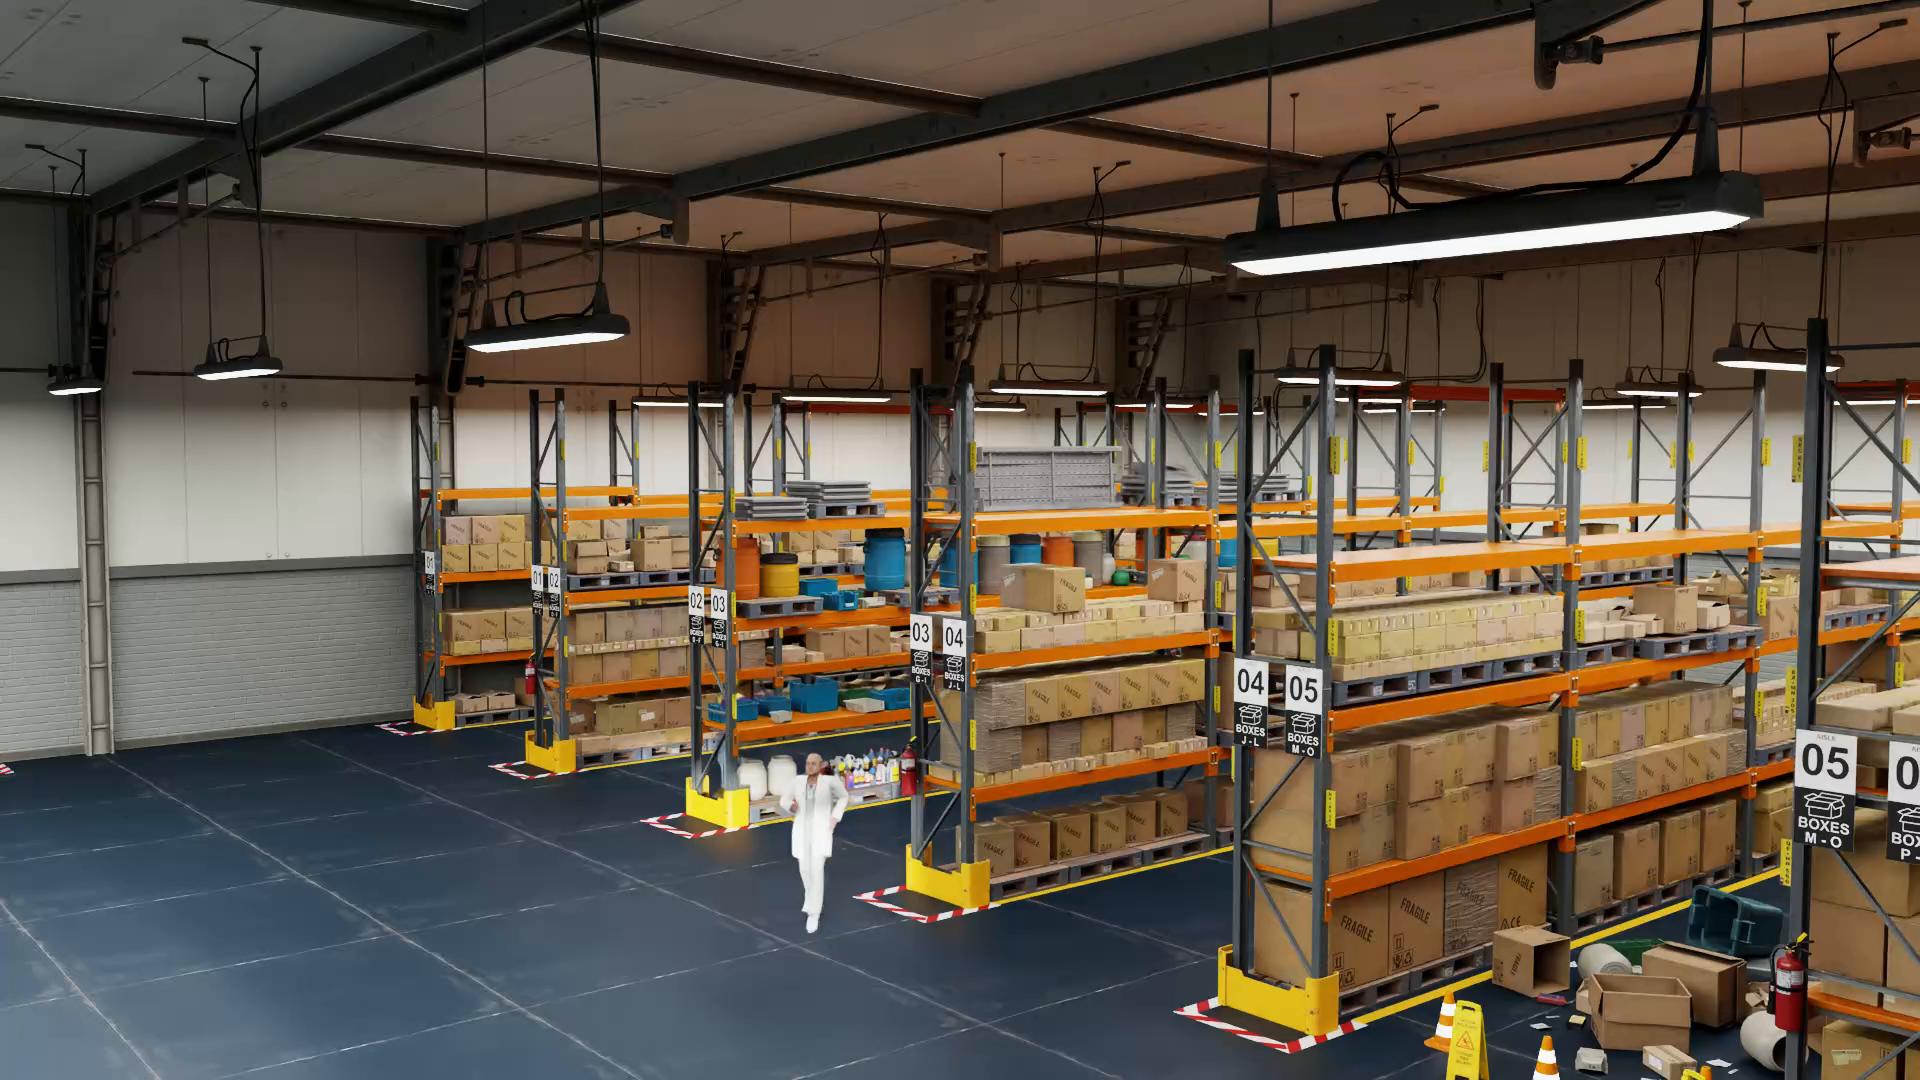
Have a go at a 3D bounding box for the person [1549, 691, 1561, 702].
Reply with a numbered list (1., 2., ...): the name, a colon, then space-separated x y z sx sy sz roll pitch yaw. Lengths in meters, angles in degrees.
1. person: 8.369 2.963 23.411 0.562 1.637 0.595 3 5 43

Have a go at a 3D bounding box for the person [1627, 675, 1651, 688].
1. person: 10.304 2.809 25.118 0.683 1.794 0.677 -3 5 -44

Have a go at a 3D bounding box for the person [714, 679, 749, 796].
1. person: -3.366 2.862 24.536 0.698 1.743 0.771 2 4 34

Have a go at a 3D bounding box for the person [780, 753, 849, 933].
1. person: -1.602 3.208 17.924 0.708 1.839 0.870 1 3 13
